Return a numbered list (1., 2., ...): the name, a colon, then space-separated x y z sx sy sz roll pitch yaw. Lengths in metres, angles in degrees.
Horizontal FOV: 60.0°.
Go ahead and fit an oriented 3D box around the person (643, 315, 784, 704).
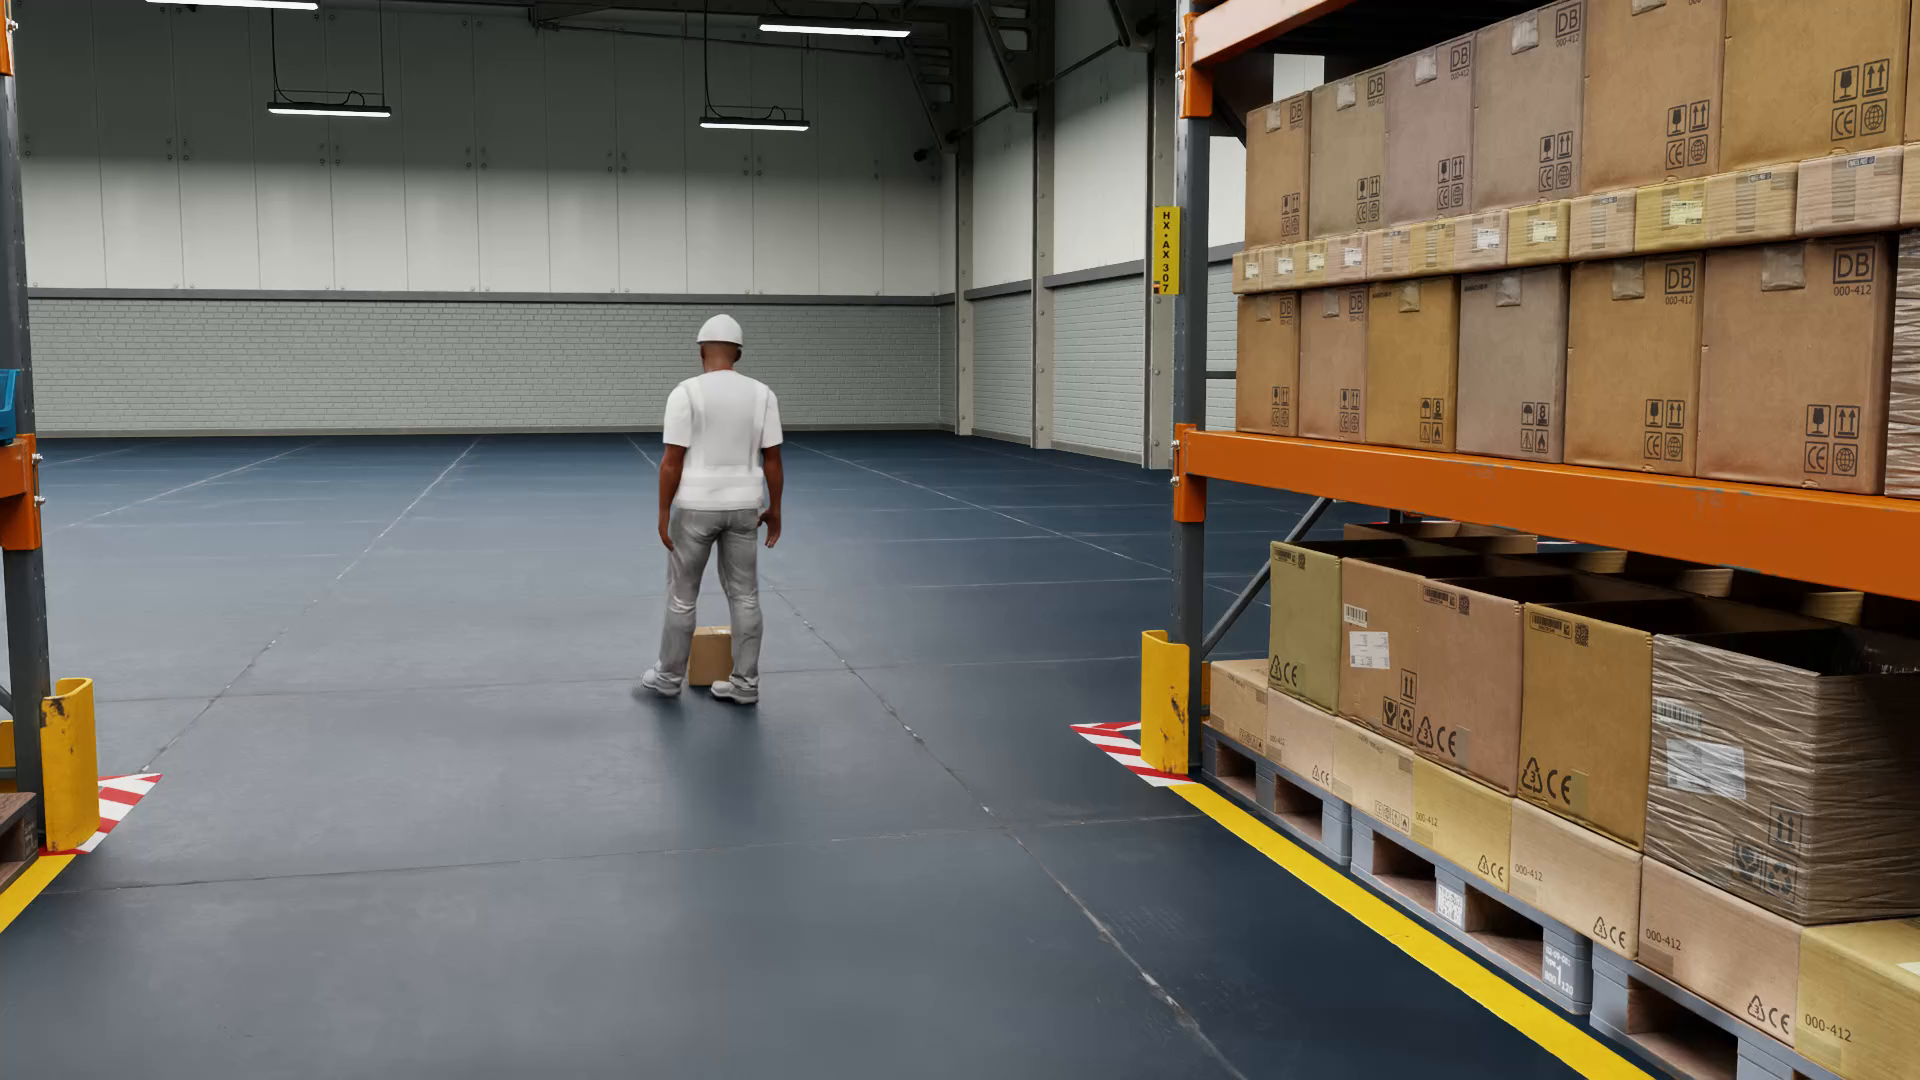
1. person: -1.154 -0.151 7.706 0.584 1.767 0.617 -3 7 -28
